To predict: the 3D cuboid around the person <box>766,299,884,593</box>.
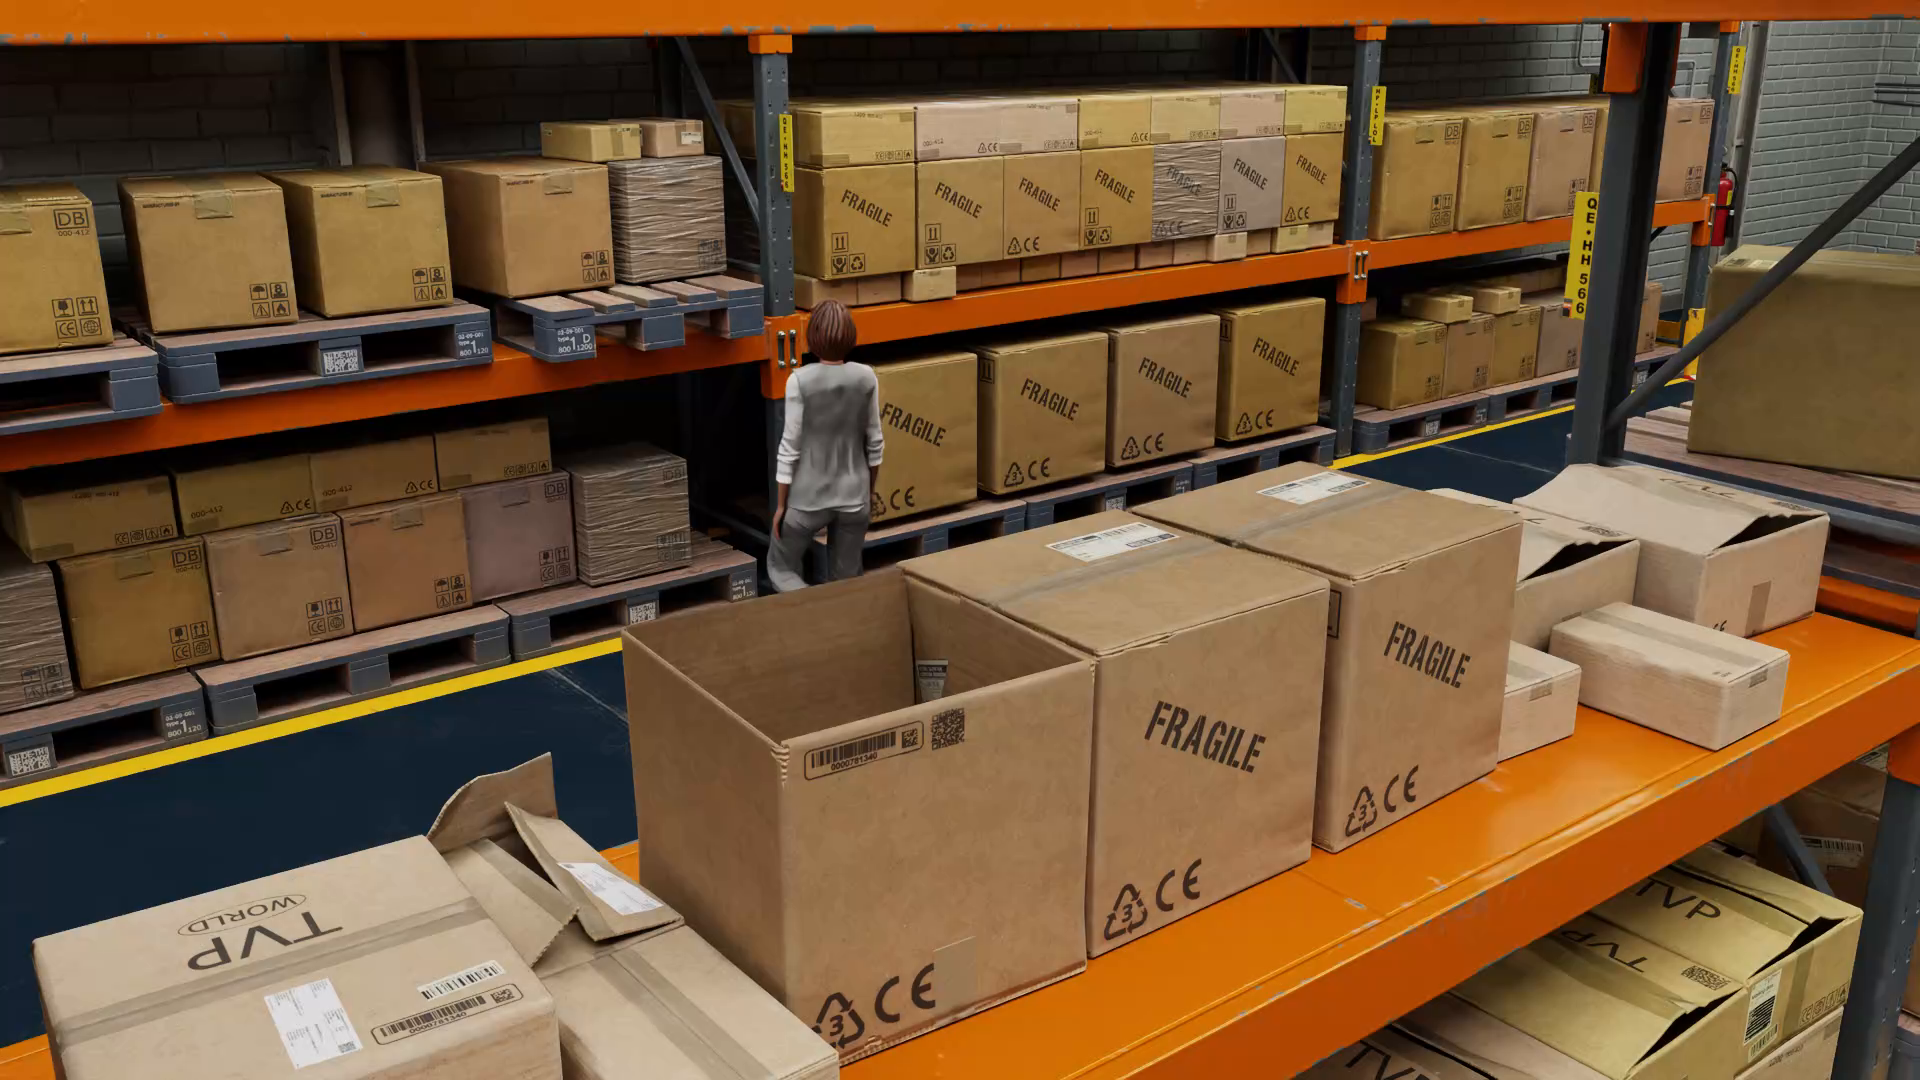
[{"bbox_3d":[-0.522,-0.147,6.446,0.452,1.602,0.475,-8,20,-23],"label":"person"}]
